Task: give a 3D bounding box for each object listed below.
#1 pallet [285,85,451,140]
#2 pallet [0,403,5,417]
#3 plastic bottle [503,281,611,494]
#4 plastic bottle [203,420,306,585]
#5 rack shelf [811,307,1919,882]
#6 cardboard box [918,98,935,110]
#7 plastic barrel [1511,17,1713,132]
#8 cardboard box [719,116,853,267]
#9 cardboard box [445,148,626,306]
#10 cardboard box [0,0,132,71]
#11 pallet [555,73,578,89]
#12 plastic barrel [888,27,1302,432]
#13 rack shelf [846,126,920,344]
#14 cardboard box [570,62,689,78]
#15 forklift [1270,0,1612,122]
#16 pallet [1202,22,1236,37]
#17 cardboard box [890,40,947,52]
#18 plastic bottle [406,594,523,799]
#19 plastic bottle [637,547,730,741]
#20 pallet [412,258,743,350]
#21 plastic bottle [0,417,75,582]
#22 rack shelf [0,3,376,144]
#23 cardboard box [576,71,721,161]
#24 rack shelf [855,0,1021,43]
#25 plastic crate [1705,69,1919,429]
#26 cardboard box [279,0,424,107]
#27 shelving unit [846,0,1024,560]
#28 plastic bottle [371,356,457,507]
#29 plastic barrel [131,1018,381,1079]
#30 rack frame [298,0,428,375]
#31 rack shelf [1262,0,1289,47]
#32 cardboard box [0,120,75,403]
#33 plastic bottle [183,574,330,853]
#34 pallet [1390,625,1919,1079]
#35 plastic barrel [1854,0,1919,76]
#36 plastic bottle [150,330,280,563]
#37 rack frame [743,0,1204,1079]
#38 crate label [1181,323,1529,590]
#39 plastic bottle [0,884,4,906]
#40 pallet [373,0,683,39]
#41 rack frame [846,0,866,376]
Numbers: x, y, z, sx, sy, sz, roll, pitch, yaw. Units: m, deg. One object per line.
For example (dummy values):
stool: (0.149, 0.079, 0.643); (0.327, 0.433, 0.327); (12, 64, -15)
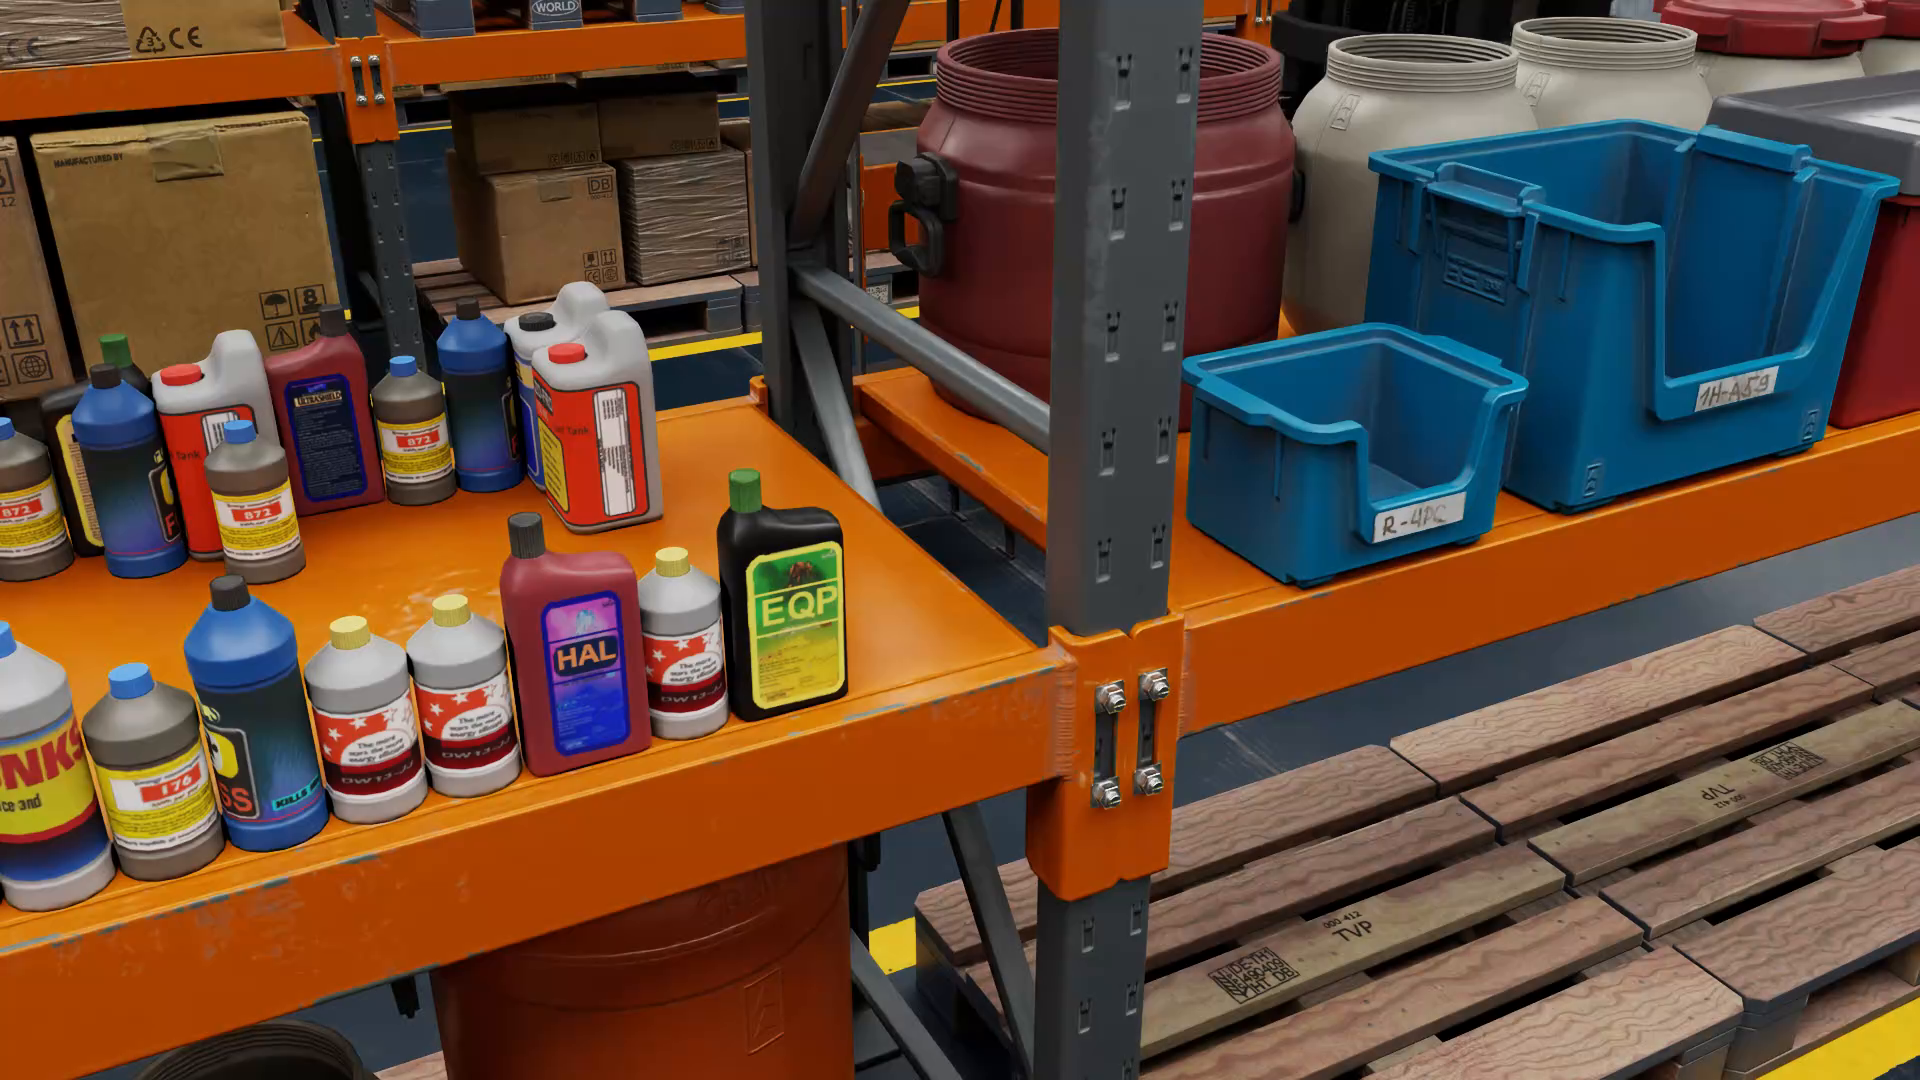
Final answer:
pallet: (-3.881, -2.927, 11.103); (1.213, 0.211, 1.003); (-13, 29, -25)
pallet: (-4.174, -0.502, 6.052); (1.213, 0.211, 1.003); (-13, 29, -25)
plastic bottle: (-0.571, -0.225, 2.397); (0.135, 0.276, 0.152); (-13, 29, -25)
plastic bottle: (-0.904, -0.054, 2.126); (0.097, 0.201, 0.097); (0, 26, 0)
rack shelf: (1.728, -0.329, 3.301); (4.000, 0.370, 1.077); (-13, 29, -25)
cardboard box: (0.180, -1.817, 7.948); (0.500, 0.500, 0.700); (-13, 29, -25)
plastic barrel: (1.142, -0.673, 3.058); (0.421, 0.512, 0.421); (0, 26, 0)
cardboard box: (-0.805, -1.589, 7.474); (0.500, 0.500, 0.700); (-11, 28, -21)
cardboard box: (-1.786, -1.353, 6.982); (0.500, 0.500, 0.700); (-15, 29, -28)
cardboard box: (-3.129, -1.888, 5.602); (0.500, 0.500, 0.500); (-13, 29, -26)
pallet: (-2.806, -3.174, 11.617); (1.213, 0.211, 1.003); (-13, 29, -25)
plastic barrel: (0.230, -0.518, 2.705); (0.708, 0.536, 0.600); (-13, 29, -25)
rack shelf: (-0.146, -0.901, 4.731); (0.480, 0.518, 0.431); (-13, 29, -25)
cardboard box: (-2.441, -3.686, 11.577); (0.750, 0.750, 1.050); (-13, 29, -25)
forklift: (1.974, -1.954, 5.934); (3.031, 2.935, 1.130); (-17, 31, -31)
pallet: (1.778, -4.232, 13.821); (1.213, 0.211, 1.003); (-13, 29, -25)
cardboard box: (-0.495, -4.200, 12.502); (0.875, 0.875, 0.875); (-13, 28, -24)
plastic bottle: (-0.507, 0.152, 1.696); (0.097, 0.201, 0.097); (0, 26, 0)
plastic bottle: (-0.303, 0.105, 1.794); (0.097, 0.201, 0.097); (0, 26, 0)
pallet: (-1.677, -1.039, 7.170); (1.213, 0.211, 1.003); (-13, 29, -25)
plastic bottle: (-1.212, -0.057, 2.133); (0.097, 0.201, 0.097); (0, 26, 0)
rack shelf: (-4.132, -1.406, 5.544); (4.000, 0.370, 1.077); (-13, 29, -25)
cardboard box: (-1.327, -1.807, 7.061); (0.500, 0.250, 0.500); (-10, 27, -19)
rack shelf: (-0.146, -1.532, 4.428); (0.480, 0.518, 0.431); (-13, 29, -25)
plastic crate: (1.533, -0.487, 2.725); (0.583, 0.464, 0.402); (-13, 29, -25)
cardboard box: (-4.033, -3.317, 10.808); (0.750, 0.750, 1.050); (-13, 29, -26)
shelving unit: (-0.146, -0.913, 4.725); (0.503, 2.100, 0.431); (-13, 29, -25)
plastic bottle: (-0.772, -0.159, 2.345); (0.097, 0.201, 0.097); (0, 26, 0)
plastic barrel: (-0.917, 0.941, 2.213); (0.421, 0.512, 0.421); (0, 26, 0)
rack frame: (-2.367, -2.138, 6.237); (0.127, 3.000, 1.000); (-13, 29, -25)
rack shelf: (2.927, -3.035, 8.937); (4.000, 0.370, 1.077); (-13, 29, -25)
cardboard box: (-3.776, -1.058, 5.957); (0.875, 0.875, 1.225); (-13, 29, -25)
plastic bottle: (-0.679, 0.160, 1.599); (0.097, 0.271, 0.097); (0, 26, 0)
pallet: (1.740, 0.621, 3.712); (1.213, 0.211, 1.003); (-13, 29, -25)
plastic barrel: (1.898, -0.861, 3.422); (0.433, 0.535, 0.433); (0, 26, 0)
plastic bottle: (-0.979, -0.131, 2.201); (0.135, 0.276, 0.152); (-13, 29, -25)
rack frame: (-0.037, -0.246, 2.297); (0.127, 3.000, 1.000); (-13, 29, -25)
crate label: (0.511, -0.113, 2.214); (0.416, 0.233, 0.303); (-13, 29, -25)
plastic bottle: (-0.936, 0.252, 1.490); (0.097, 0.201, 0.097); (0, 26, 0)
pallet: (-1.789, -2.237, 6.665); (1.003, 0.211, 1.213); (-13, 29, -25)
rack frame: (-0.361, -0.863, 4.622); (0.015, 2.100, 0.400); (-13, 29, -25)
